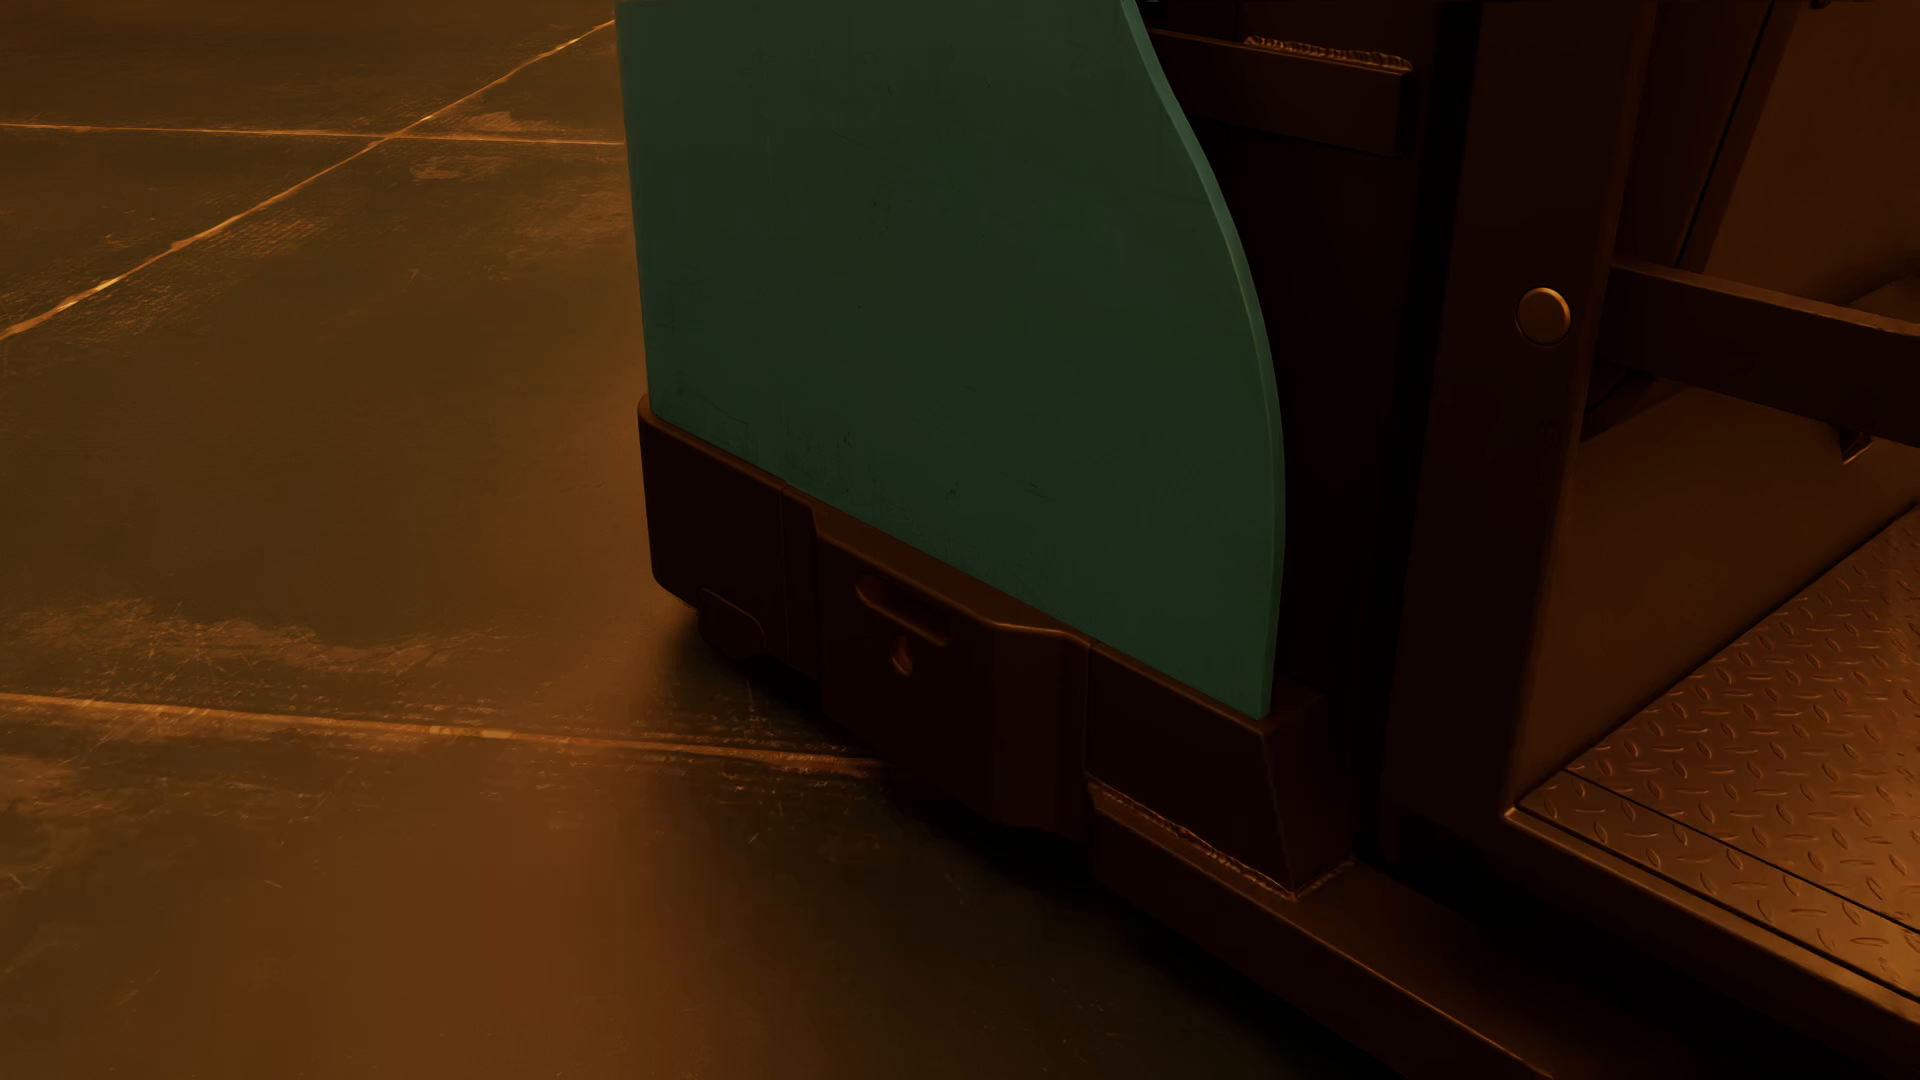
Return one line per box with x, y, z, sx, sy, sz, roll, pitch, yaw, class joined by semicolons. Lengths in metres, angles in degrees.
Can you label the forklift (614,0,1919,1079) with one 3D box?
0.948;-0.877;0.974;1.130;2.935;3.031;-22;34;-37;forklift
